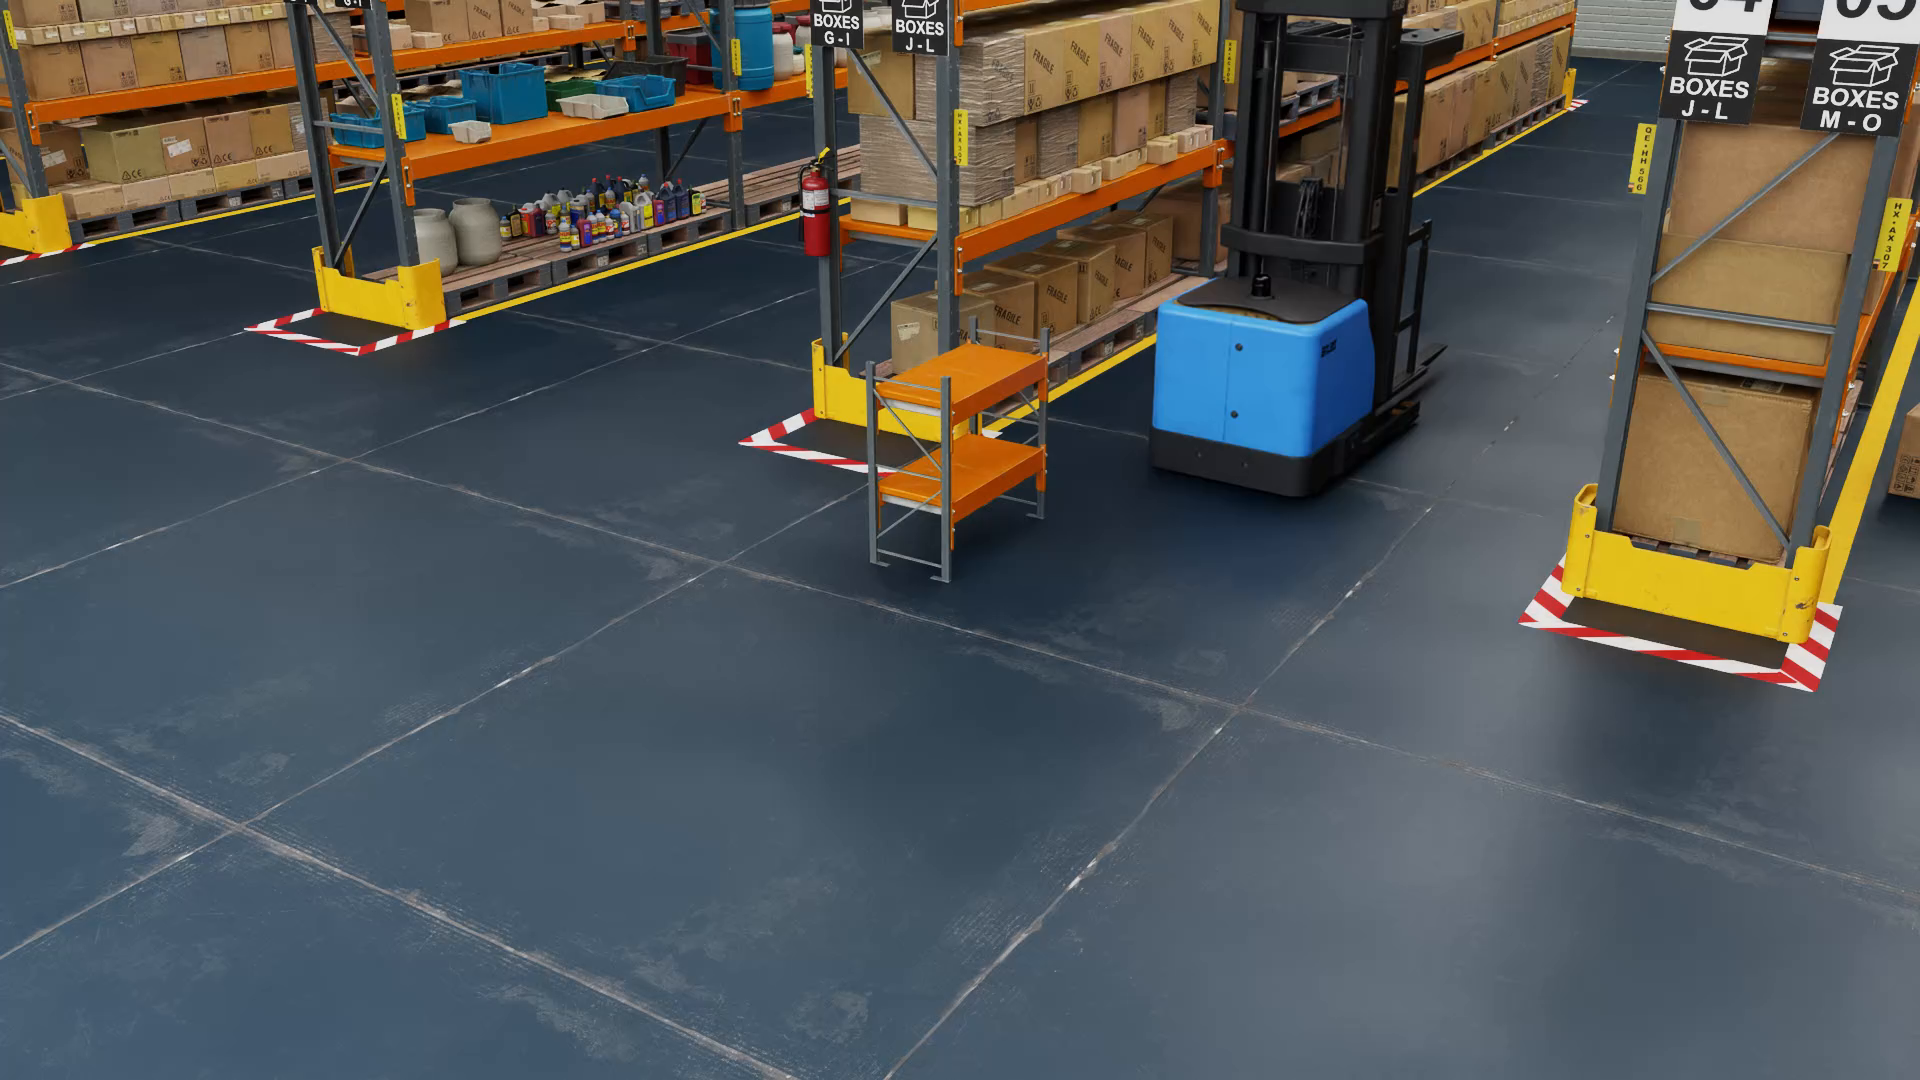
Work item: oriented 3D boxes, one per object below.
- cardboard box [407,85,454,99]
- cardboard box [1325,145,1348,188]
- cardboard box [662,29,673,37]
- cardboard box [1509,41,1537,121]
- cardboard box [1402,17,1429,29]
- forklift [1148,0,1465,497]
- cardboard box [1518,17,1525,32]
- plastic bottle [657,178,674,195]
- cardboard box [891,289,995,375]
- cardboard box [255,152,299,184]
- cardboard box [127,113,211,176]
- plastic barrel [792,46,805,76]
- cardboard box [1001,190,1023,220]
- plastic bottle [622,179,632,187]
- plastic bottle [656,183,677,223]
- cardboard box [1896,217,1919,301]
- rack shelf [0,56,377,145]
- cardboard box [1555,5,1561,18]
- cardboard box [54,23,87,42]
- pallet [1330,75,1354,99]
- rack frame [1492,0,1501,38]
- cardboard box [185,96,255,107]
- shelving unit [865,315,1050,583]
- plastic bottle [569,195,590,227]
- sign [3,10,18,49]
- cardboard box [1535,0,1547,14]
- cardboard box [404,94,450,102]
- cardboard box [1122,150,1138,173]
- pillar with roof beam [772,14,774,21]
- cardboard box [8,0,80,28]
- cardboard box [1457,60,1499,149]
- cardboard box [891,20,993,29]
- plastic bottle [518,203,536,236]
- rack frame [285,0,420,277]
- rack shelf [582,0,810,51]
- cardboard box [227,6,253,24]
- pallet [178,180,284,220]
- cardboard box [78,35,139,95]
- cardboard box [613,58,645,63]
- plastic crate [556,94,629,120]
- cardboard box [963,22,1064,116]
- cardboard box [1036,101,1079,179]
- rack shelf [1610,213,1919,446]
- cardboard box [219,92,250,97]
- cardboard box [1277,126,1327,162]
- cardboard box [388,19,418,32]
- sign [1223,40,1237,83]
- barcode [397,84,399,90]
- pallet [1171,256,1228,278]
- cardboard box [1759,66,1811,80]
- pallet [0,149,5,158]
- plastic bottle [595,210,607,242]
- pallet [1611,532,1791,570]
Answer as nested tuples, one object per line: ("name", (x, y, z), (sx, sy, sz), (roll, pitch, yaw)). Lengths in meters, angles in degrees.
("cardboard box", (-6.258, -5.280, 19.898), (0.500, 0.311, 0.500), (14, 27, 29))
("cardboard box", (3.425, -3.648, 16.493), (0.700, 0.500, 0.500), (12, 26, 26))
("cardboard box", (-5.456, -9.087, 29.083), (0.700, 0.500, 0.500), (13, 27, 27))
("cardboard box", (6.762, -5.901, 21.251), (0.875, 0.875, 0.875), (14, 27, 29))
("cardboard box", (4.519, -5.151, 17.246), (0.500, 0.500, 0.500), (13, 27, 28))
("forklift", (2.385, -2.127, 10.475), (1.130, 2.935, 3.031), (15, 27, 31))
("cardboard box", (6.724, -6.355, 20.470), (0.380, 0.149, 0.250), (13, 27, 28))
("plastic bottle", (-2.774, -3.250, 15.762), (0.144, 0.351, 0.185), (14, 27, 29))
("cardboard box", (-0.115, -1.376, 11.271), (0.500, 0.500, 0.500), (20, 30, 38))
("cardboard box", (-7.345, -3.940, 17.509), (0.500, 0.250, 0.500), (14, 27, 29))
("cardboard box", (-7.886, -3.950, 16.588), (0.500, 0.500, 0.500), (14, 27, 29))
("plastic barrel", (-1.728, -4.862, 16.880), (0.301, 0.262, 0.301), (0, 23, 0))
("cardboard box", (0.187, -2.216, 10.909), (0.380, 0.149, 0.250), (14, 27, 29))
("plastic bottle", (-3.244, -3.333, 16.047), (0.152, 0.276, 0.135), (15, 28, 31))
("plastic bottle", (-2.752, -3.155, 15.543), (0.144, 0.351, 0.185), (12, 26, 26))
("cardboard box", (7.066, -2.428, 13.385), (1.050, 0.750, 0.750), (14, 27, 30))
("rack shelf", (-7.818, -4.545, 16.879), (1.077, 0.370, 4.000), (14, 27, 29))
("cardboard box", (7.671, -6.962, 21.872), (0.380, 0.149, 0.250), (14, 27, 30))
("cardboard box", (-8.346, -4.721, 15.437), (0.380, 0.149, 0.250), (13, 27, 28))
("pallet", (3.476, -4.472, 16.047), (1.213, 0.211, 1.003), (14, 27, 29))
("rack frame", (5.871, -6.173, 19.734), (1.000, 3.000, 0.127), (14, 27, 29))
("cardboard box", (-7.801, -4.397, 17.620), (0.500, 0.500, 0.500), (14, 27, 29))
("shelving unit", (0.004, -0.518, 9.032), (0.538, 1.125, 1.048), (14, 27, 29))
("plastic bottle", (-3.519, -3.048, 15.389), (0.152, 0.276, 0.135), (14, 27, 29))
("sign", (-8.404, -4.516, 14.716), (0.100, 0.325, 0.005), (14, 27, 29))
("cardboard box", (7.144, -6.852, 21.117), (0.500, 0.250, 0.500), (14, 27, 29))
("cardboard box", (-6.064, -4.994, 19.236), (0.500, 0.311, 0.500), (14, 27, 28))
("cardboard box", (1.086, -2.812, 12.287), (0.380, 0.149, 0.250), (14, 27, 29))
("pillar with roof beam", (-0.296, -13.581, 29.294), (9.100, 9.000, 0.400), (14, 27, 29))
("cardboard box", (-8.588, -5.014, 15.299), (0.700, 0.500, 0.500), (14, 27, 29))
("cardboard box", (5.551, -5.171, 19.564), (1.225, 0.875, 0.875), (14, 27, 29))
("cardboard box", (-0.120, -3.172, 11.042), (0.500, 0.500, 0.500), (14, 27, 29))
("plastic bottle", (-3.914, -2.904, 15.057), (0.152, 0.276, 0.135), (14, 27, 29))
("rack frame", (-4.666, -3.161, 12.776), (1.000, 3.000, 0.127), (14, 27, 29))
("rack shelf", (-3.598, -7.245, 23.116), (1.077, 0.370, 4.000), (14, 27, 29))
("cardboard box", (-7.395, -5.329, 16.842), (0.380, 0.149, 0.250), (15, 27, 30))
("pallet", (-7.860, -3.598, 17.295), (1.003, 0.211, 1.213), (14, 27, 29))
("cardboard box", (-8.343, -4.579, 15.927), (0.700, 0.500, 0.500), (15, 27, 30))
("cardboard box", (-4.359, -6.320, 22.666), (0.500, 0.500, 0.500), (15, 28, 31))
("plastic crate", (-3.198, -3.789, 14.559), (0.530, 0.136, 0.437), (14, 27, 29))
("cardboard box", (0.333, -3.060, 10.784), (0.500, 0.500, 0.500), (14, 27, 29))
("cardboard box", (0.317, -2.839, 11.532), (0.875, 0.500, 0.500), (14, 27, 29))
("rack shelf", (4.757, -1.395, 9.601), (1.077, 0.370, 4.000), (14, 27, 29))
("cardboard box", (-10.065, -6.243, 22.487), (0.700, 0.500, 0.500), (14, 27, 30))
("cardboard box", (3.162, -3.809, 15.921), (0.500, 0.250, 0.500), (17, 29, 35))
("cardboard box", (-6.455, -5.824, 19.097), (0.396, 0.266, 0.258), (13, 27, 28))
("sign", (2.116, -3.759, 13.069), (0.100, 0.325, 0.005), (14, 27, 29))
("barcode", (-6.274, -5.045, 18.512), (0.001, 0.075, 0.075), (14, 27, 29))
("pallet", (2.061, -2.457, 14.659), (1.003, 0.211, 1.213), (14, 27, 29))
("cardboard box", (4.722, -2.303, 9.246), (0.875, 0.550, 0.500), (14, 27, 29))
("pallet", (-11.940, -4.660, 19.749), (1.003, 0.211, 1.213), (14, 27, 29))
("plastic bottle", (-3.212, -2.807, 14.839), (0.097, 0.271, 0.097), (0, 23, 0))
("pallet", (4.057, -0.056, 9.114), (1.003, 0.211, 1.213), (14, 27, 29))
